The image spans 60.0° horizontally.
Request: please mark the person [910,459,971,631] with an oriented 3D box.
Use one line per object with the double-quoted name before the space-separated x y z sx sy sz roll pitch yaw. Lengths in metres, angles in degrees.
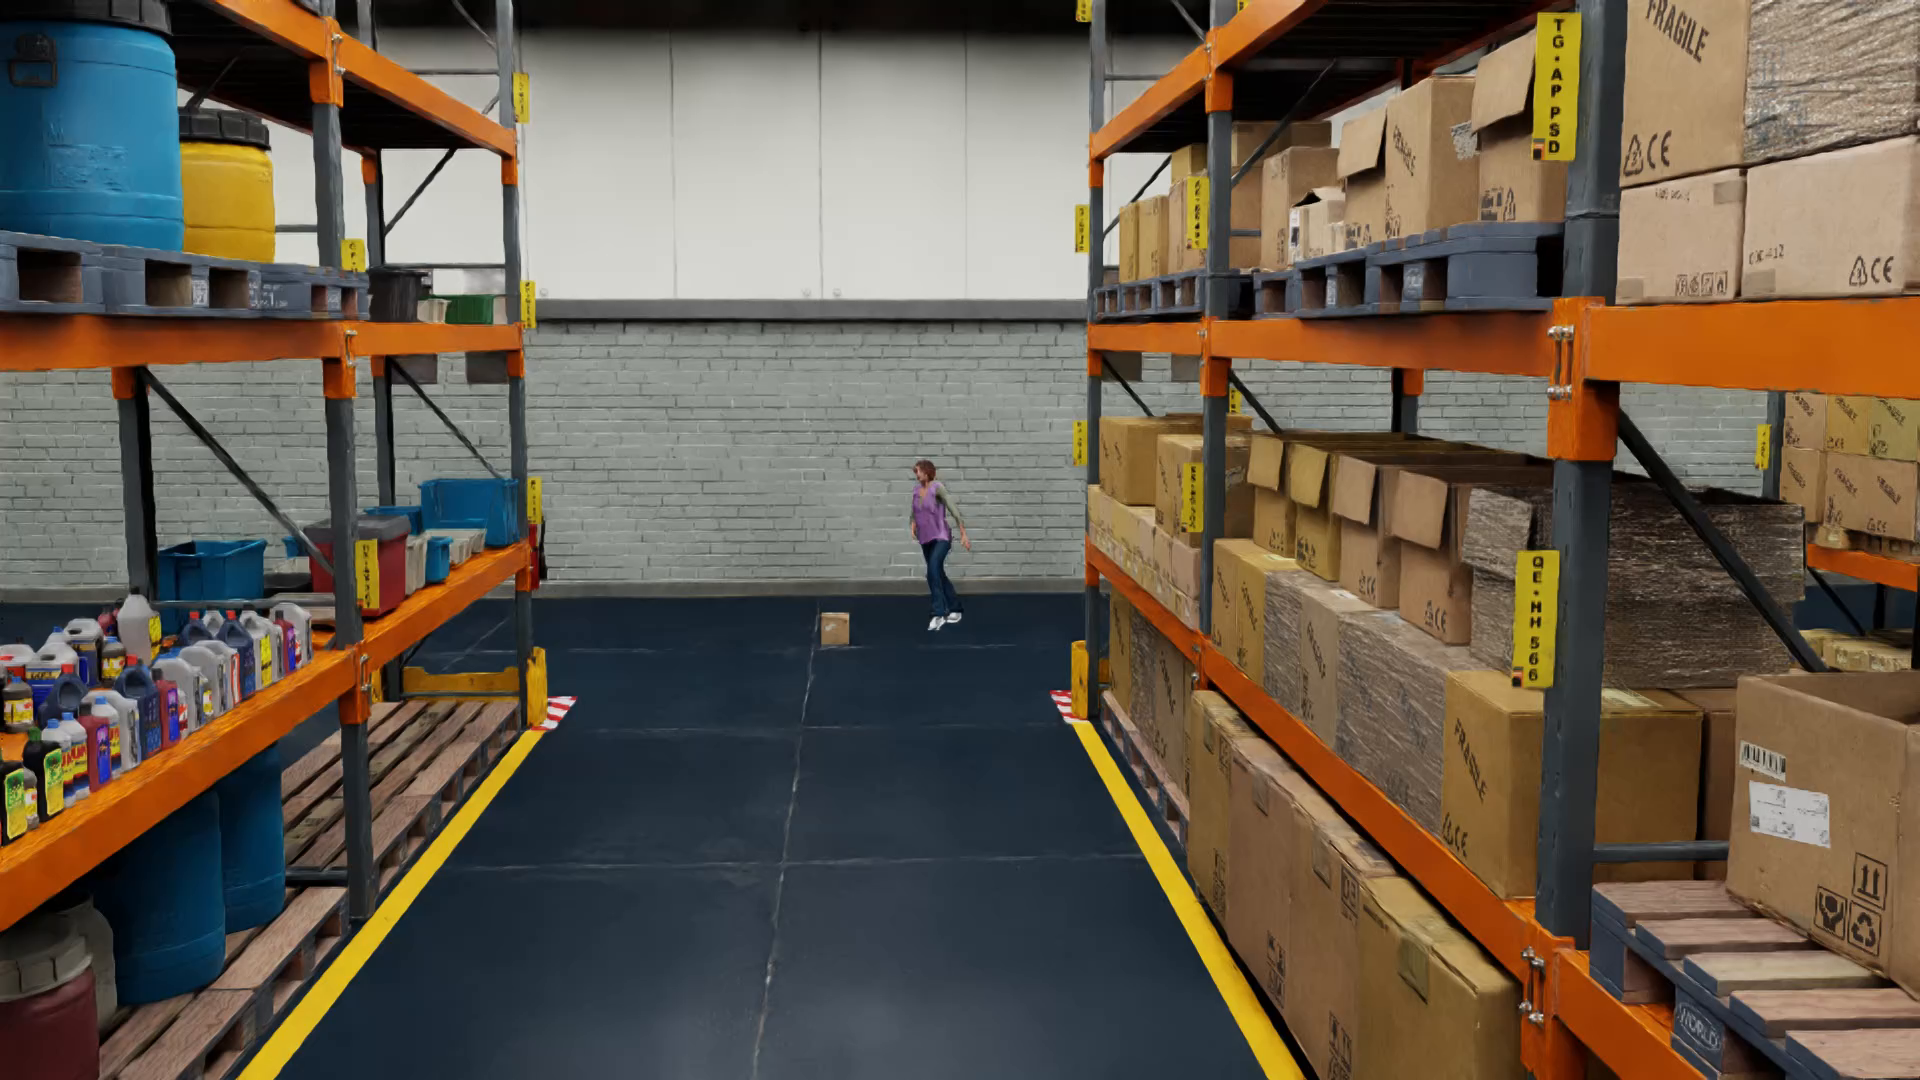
"person" -0.223 0.052 15.690 0.655 1.597 0.560 -7 10 -43
